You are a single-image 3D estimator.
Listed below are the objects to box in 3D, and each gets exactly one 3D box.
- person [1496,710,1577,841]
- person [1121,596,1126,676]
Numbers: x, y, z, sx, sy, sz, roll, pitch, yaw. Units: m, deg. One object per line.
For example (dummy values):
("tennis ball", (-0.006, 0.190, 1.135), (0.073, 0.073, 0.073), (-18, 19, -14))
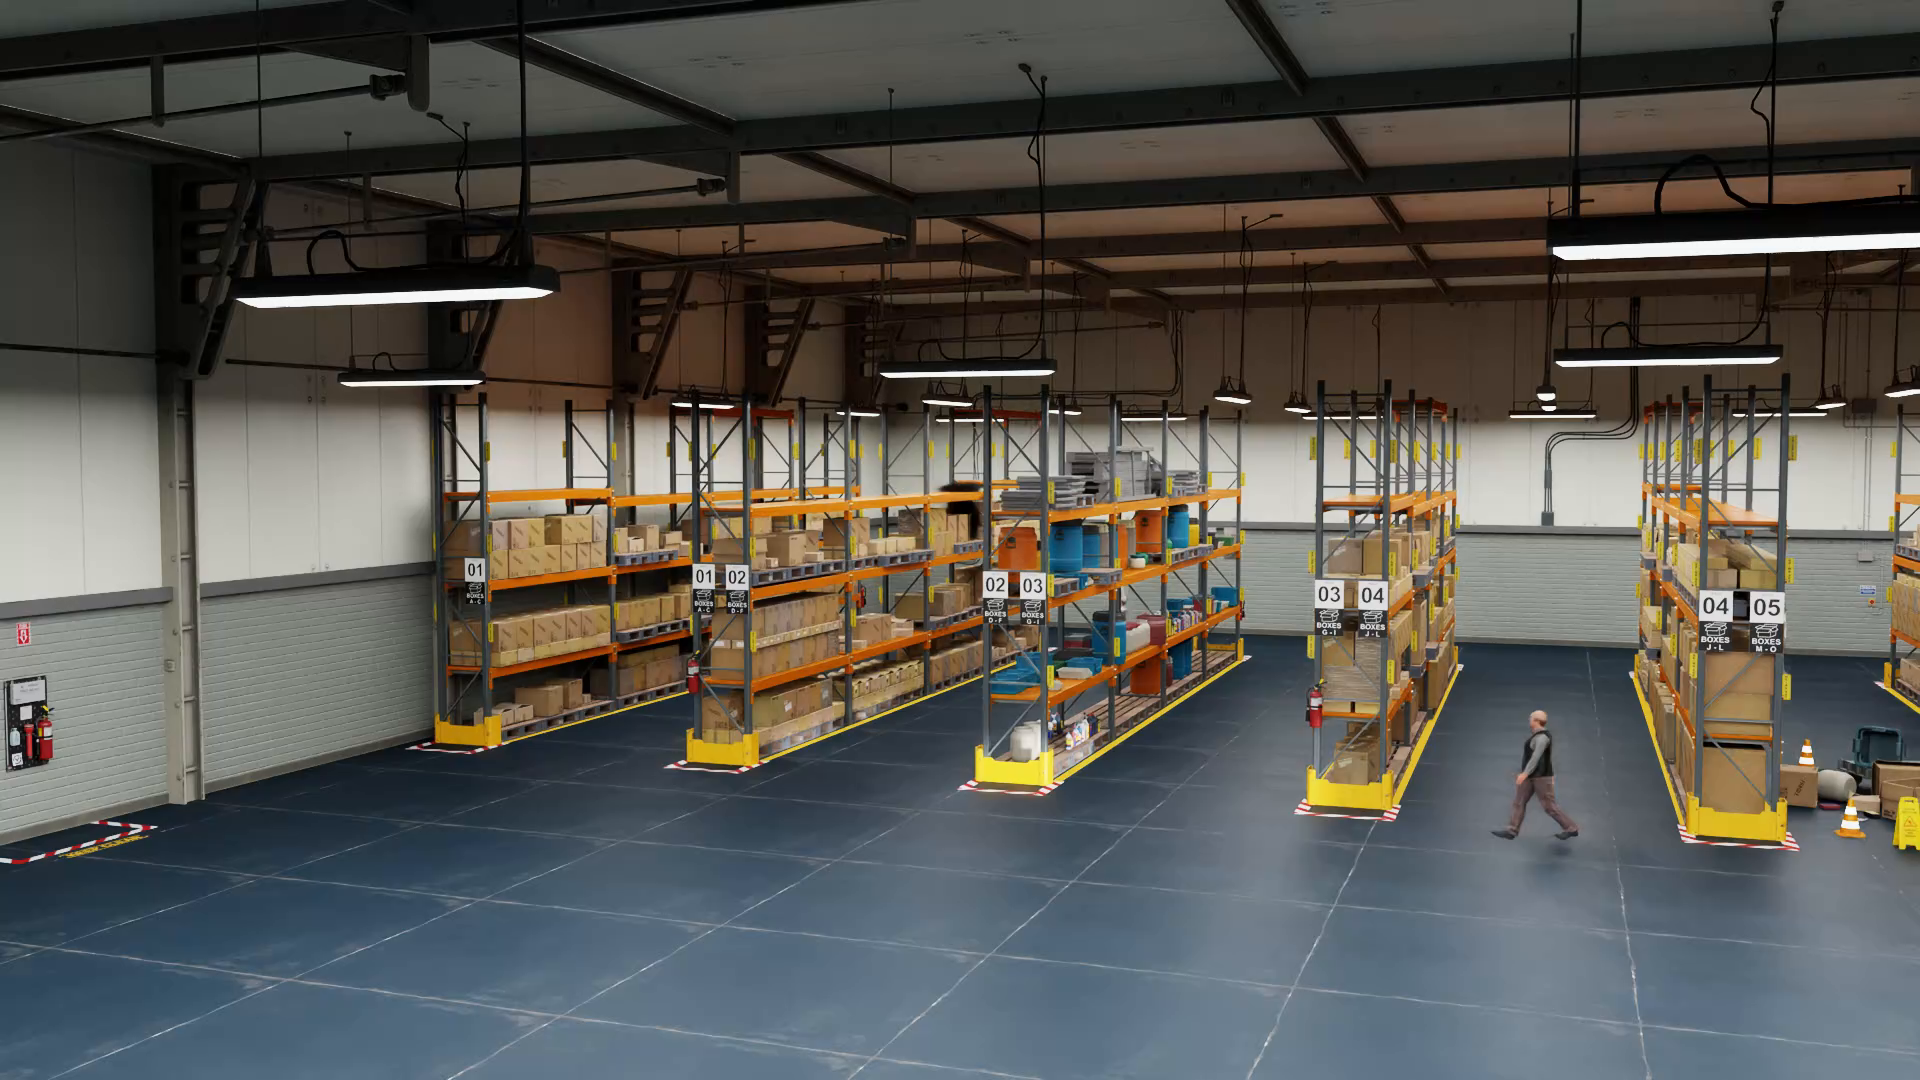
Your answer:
("person", (7.399, 3.027, 21.294), (0.911, 1.706, 0.514), (-1, 3, -16))
("person", (3.450, 2.149, 36.877), (0.498, 1.839, 0.569), (1, 3, 20))
